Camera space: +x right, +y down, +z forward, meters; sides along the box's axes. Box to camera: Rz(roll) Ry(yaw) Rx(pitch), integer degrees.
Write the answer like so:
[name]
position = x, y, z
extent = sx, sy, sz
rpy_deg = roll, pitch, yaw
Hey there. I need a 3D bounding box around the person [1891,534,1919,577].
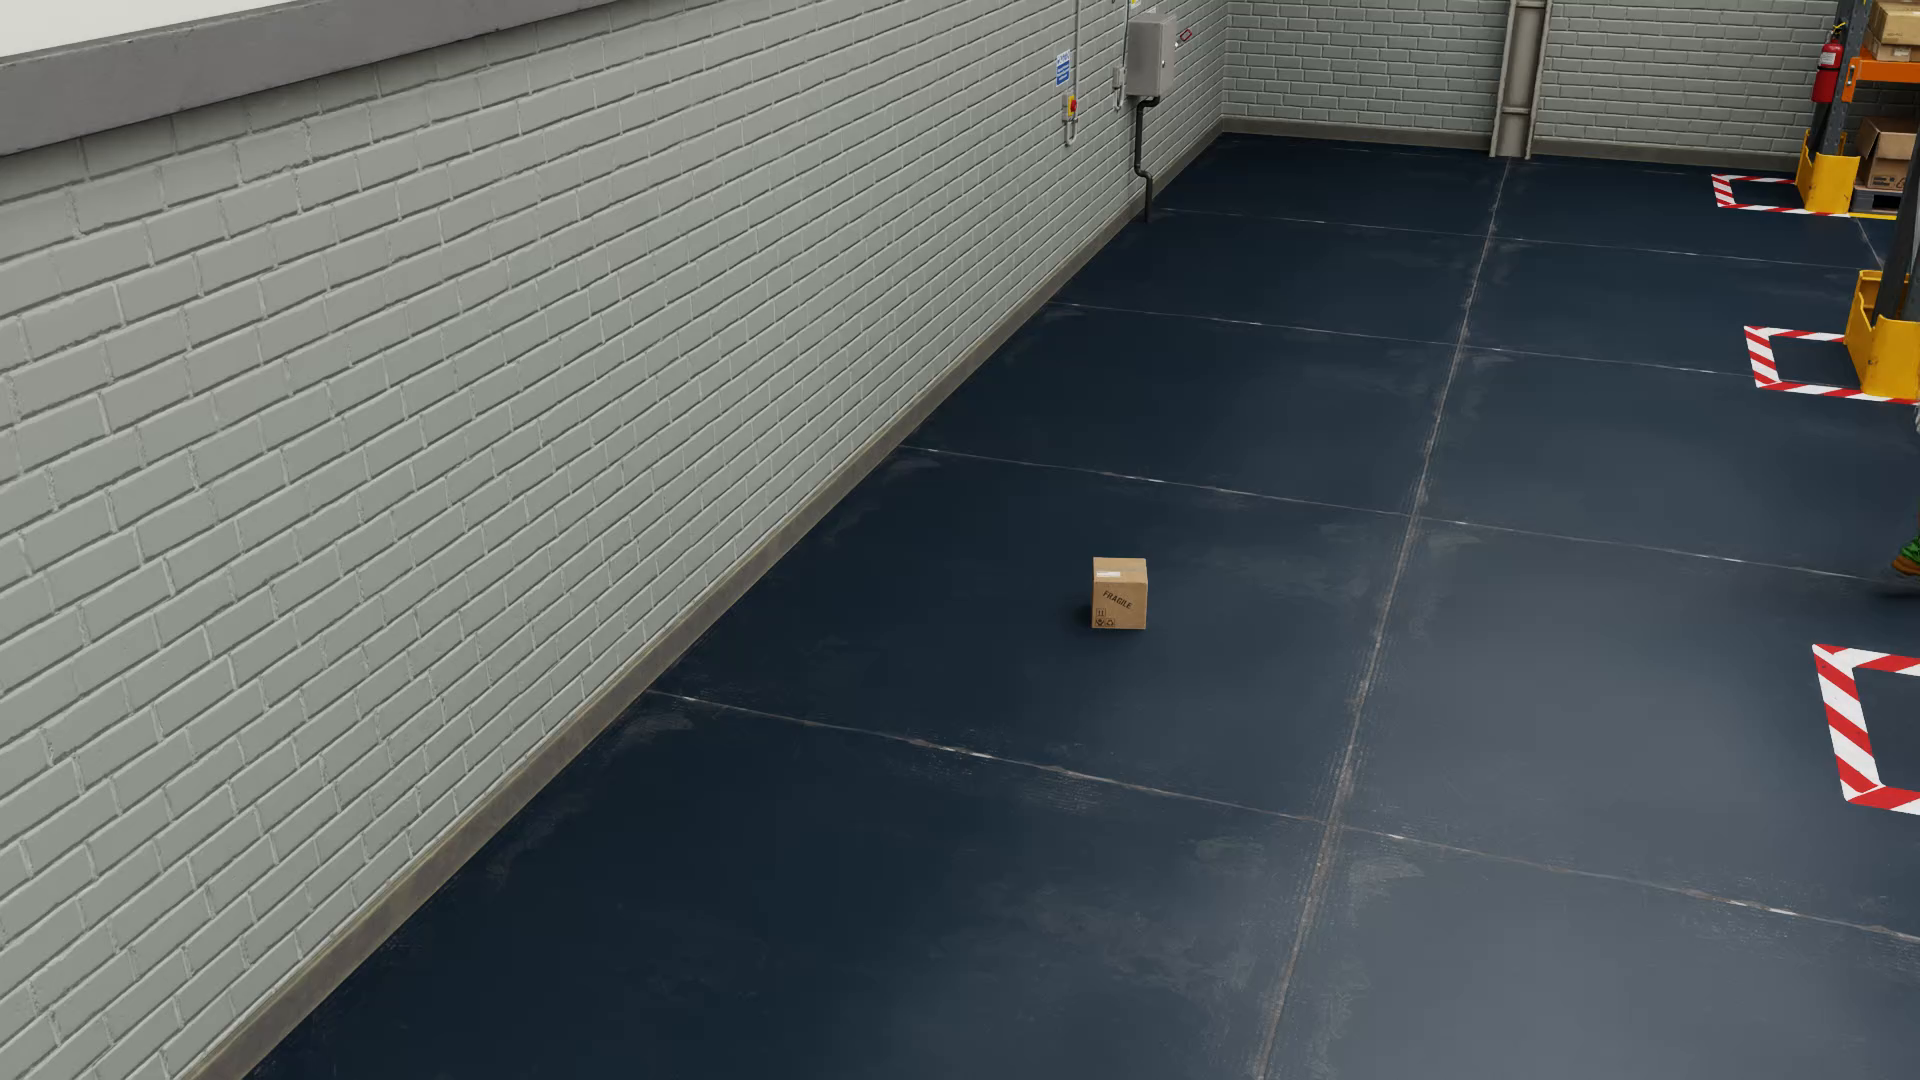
[person]
position = 5.018, -0.590, 7.846
extent = 1.037, 1.755, 0.570
rpy_deg = -2, 26, -4
